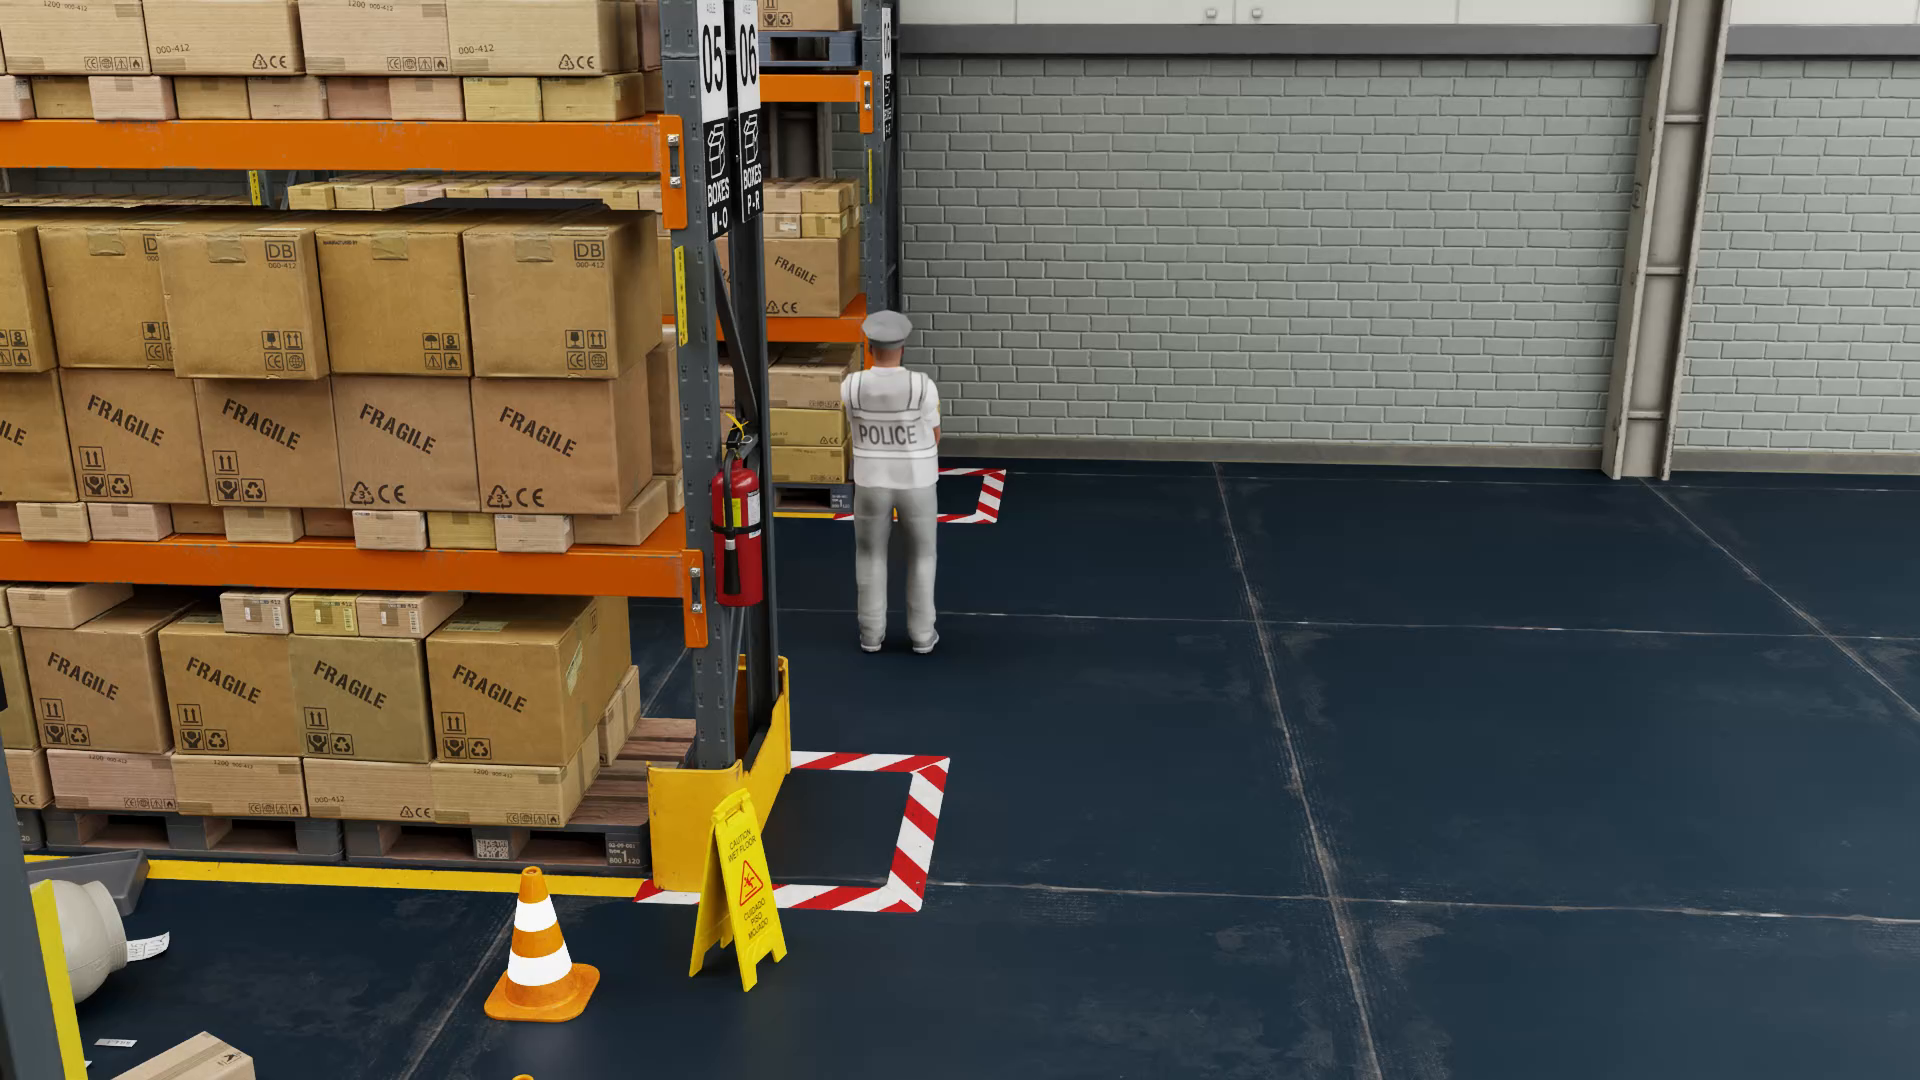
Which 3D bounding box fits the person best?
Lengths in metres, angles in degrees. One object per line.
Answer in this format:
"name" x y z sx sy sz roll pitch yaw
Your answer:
"person" -0.336 -0.310 8.501 0.495 1.766 0.560 2 17 5
